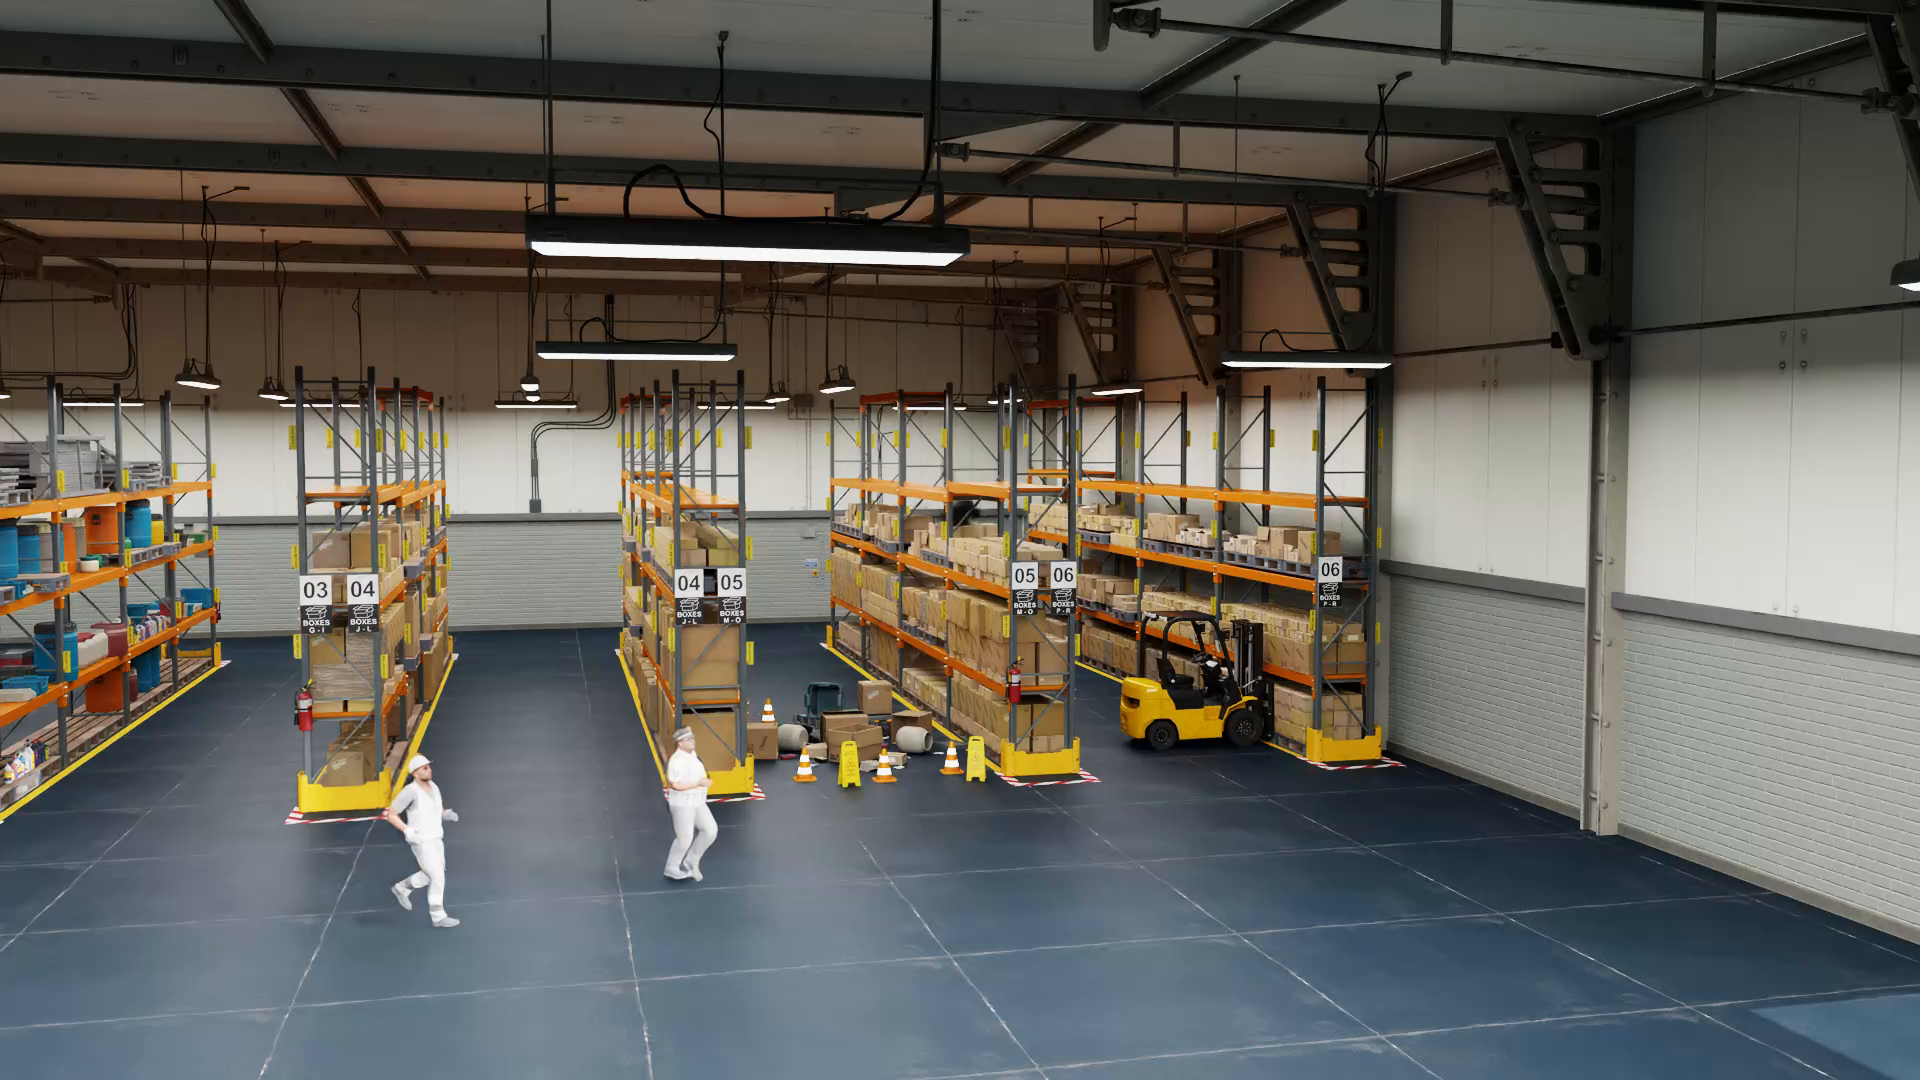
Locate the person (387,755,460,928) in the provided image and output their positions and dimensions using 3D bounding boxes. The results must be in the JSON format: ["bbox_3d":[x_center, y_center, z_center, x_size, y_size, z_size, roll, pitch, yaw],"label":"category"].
[{"bbox_3d":[-5.550,3.099,17.161,0.867,1.761,0.669,1,4,18],"label":"person"}]

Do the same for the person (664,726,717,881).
[{"bbox_3d":[-3.036,3.006,18.848,0.676,1.810,0.643,1,4,22],"label":"person"}]
